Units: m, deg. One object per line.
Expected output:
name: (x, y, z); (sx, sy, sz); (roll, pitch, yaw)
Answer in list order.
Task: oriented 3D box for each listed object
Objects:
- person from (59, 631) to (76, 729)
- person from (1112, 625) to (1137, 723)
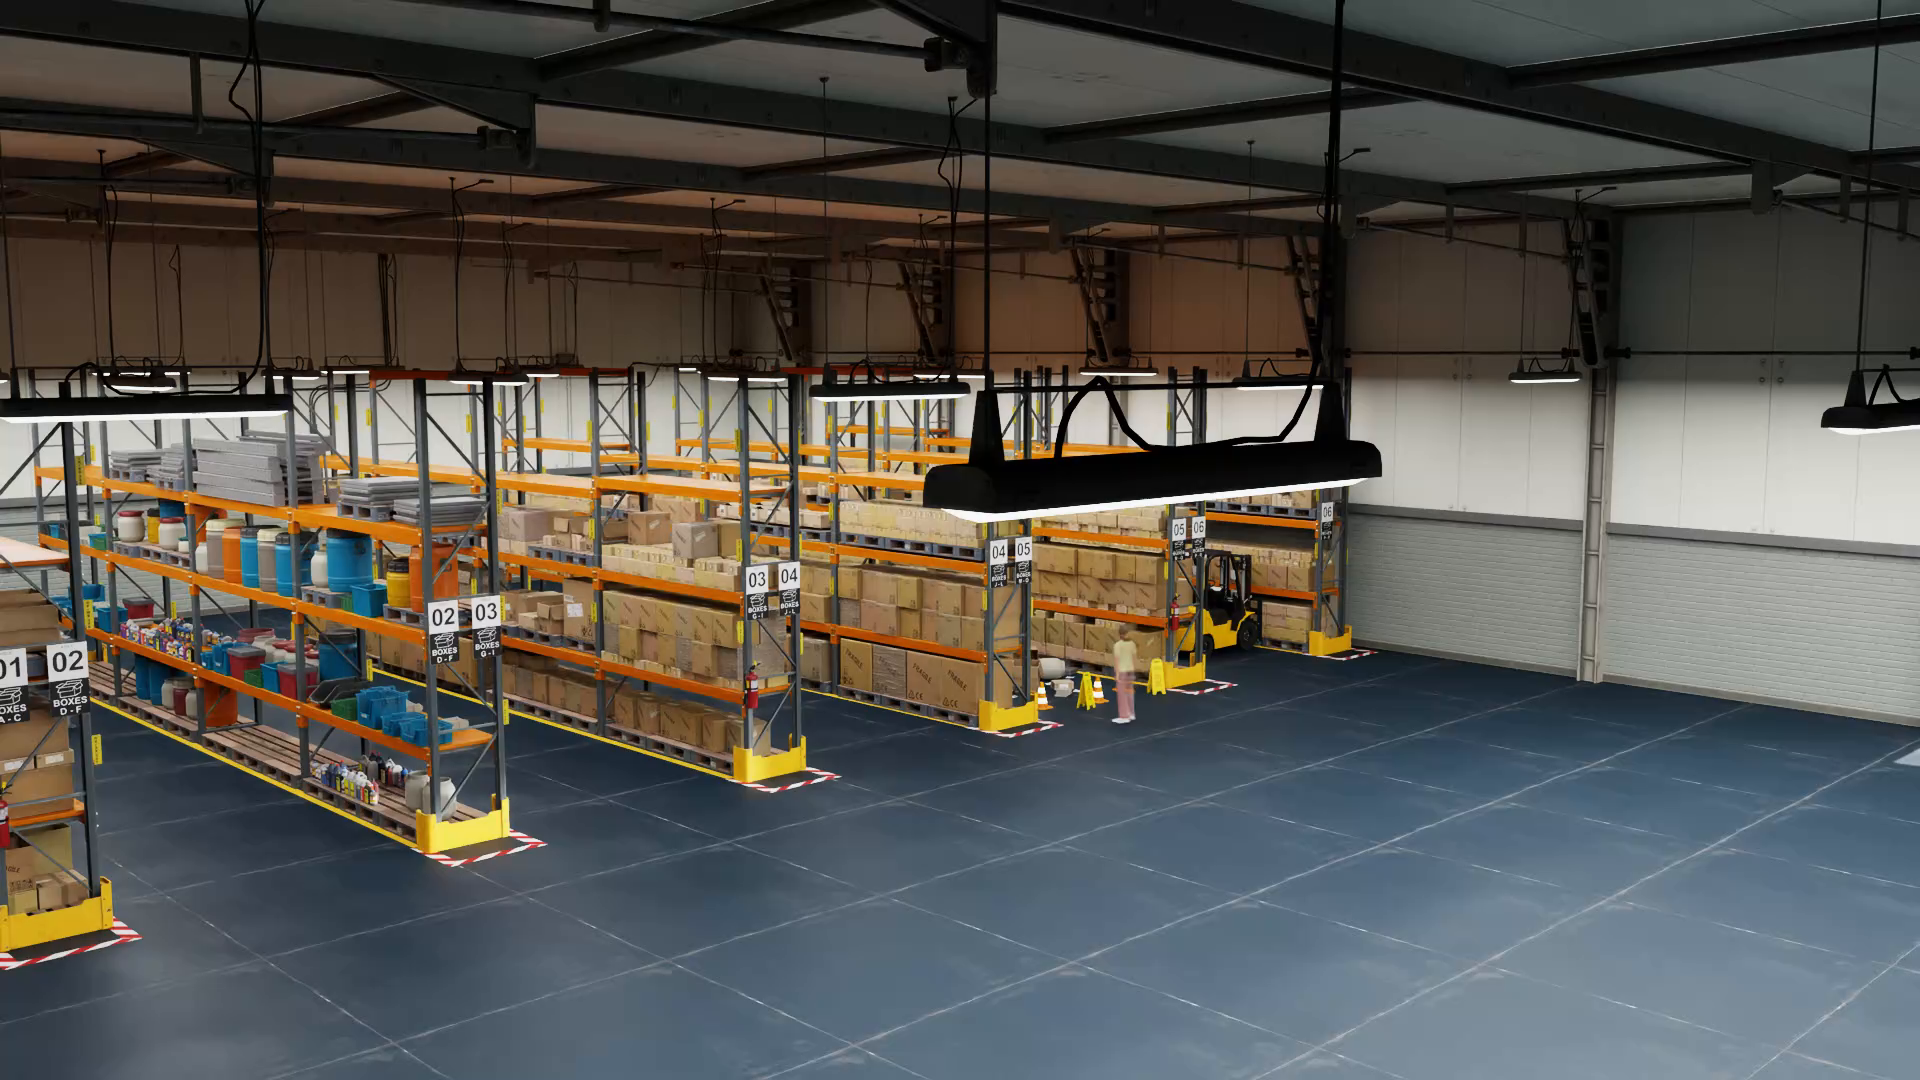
person: (-15.127, 2.361, 27.978); (0.524, 1.696, 0.420); (3, 7, 26)
person: (2.819, 2.297, 28.481); (0.505, 1.708, 0.376); (-4, 8, -33)
